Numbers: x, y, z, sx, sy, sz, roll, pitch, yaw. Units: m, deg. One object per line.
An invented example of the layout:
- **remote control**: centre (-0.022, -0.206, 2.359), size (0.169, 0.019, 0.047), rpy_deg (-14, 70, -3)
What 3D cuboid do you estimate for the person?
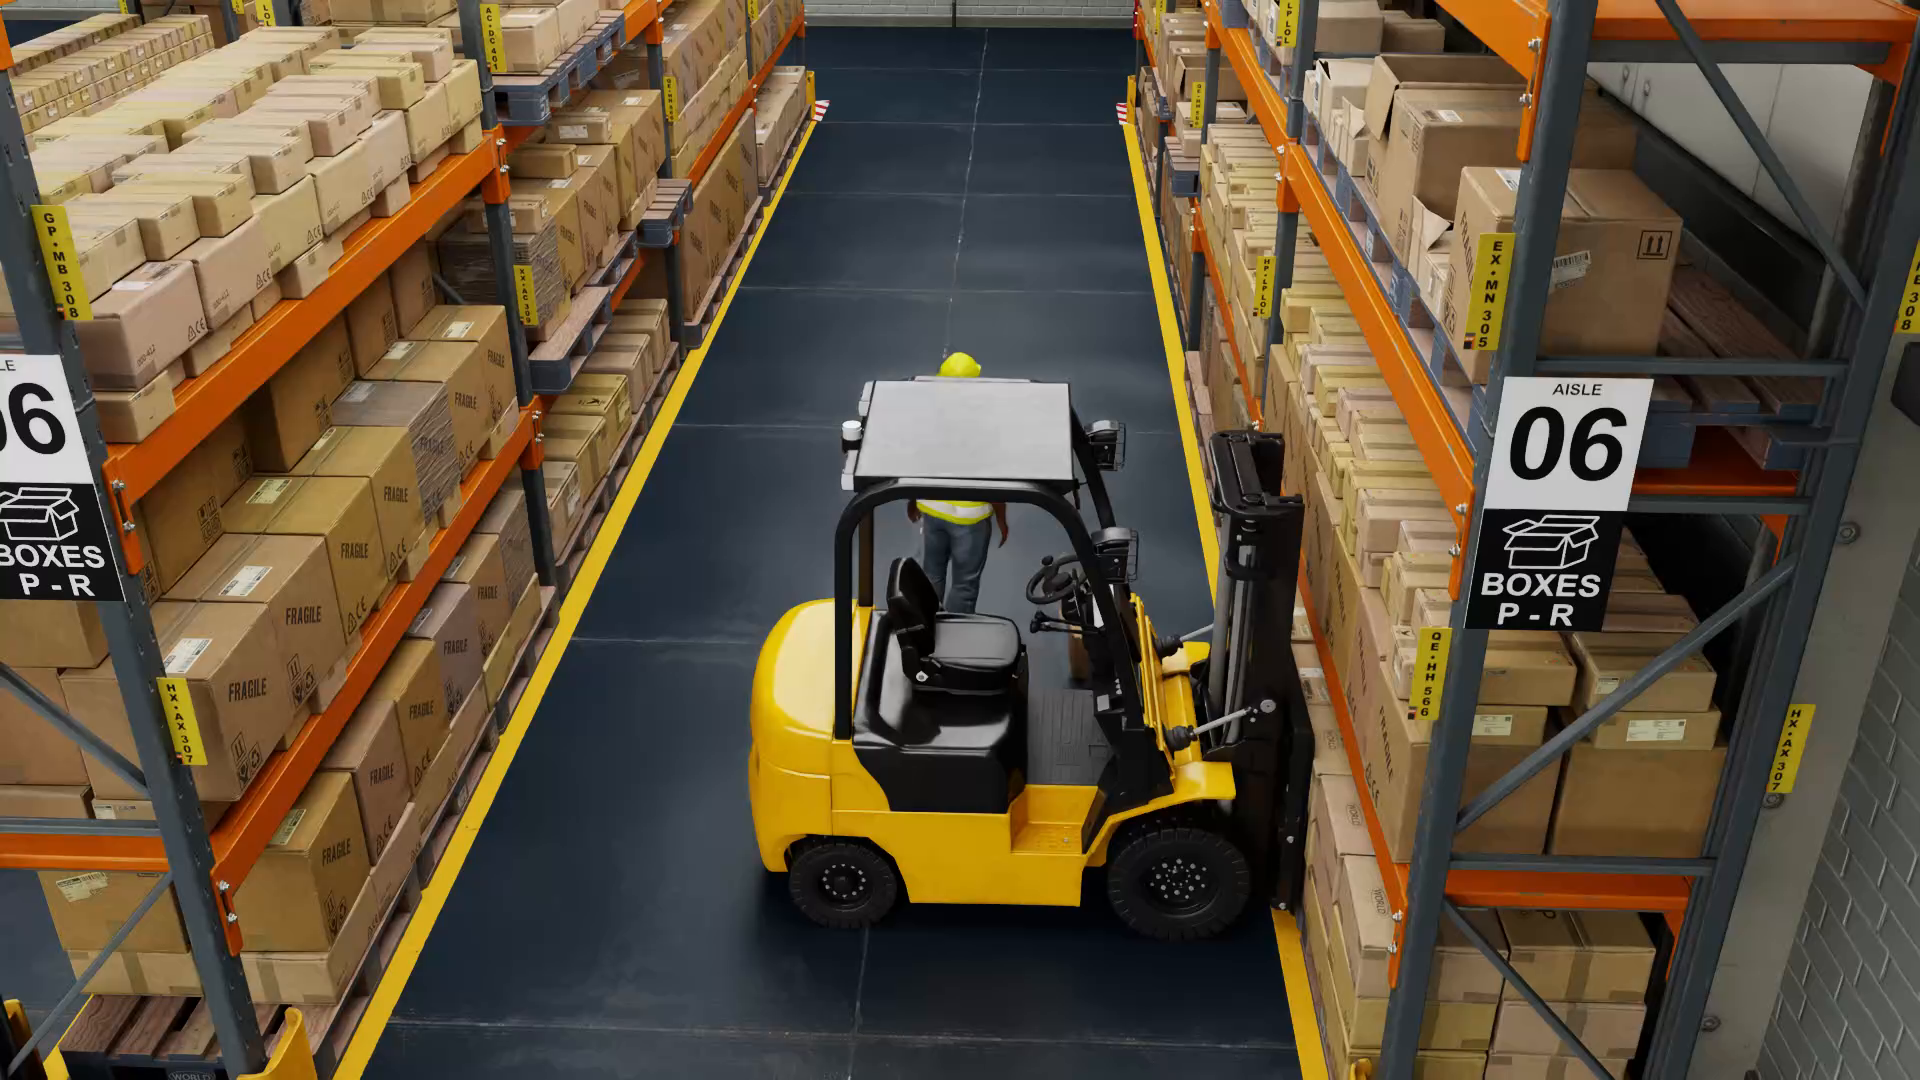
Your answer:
- **person**: centre (-0.025, -0.164, 8.858), size (0.677, 1.764, 0.463), rpy_deg (18, 33, 31)
